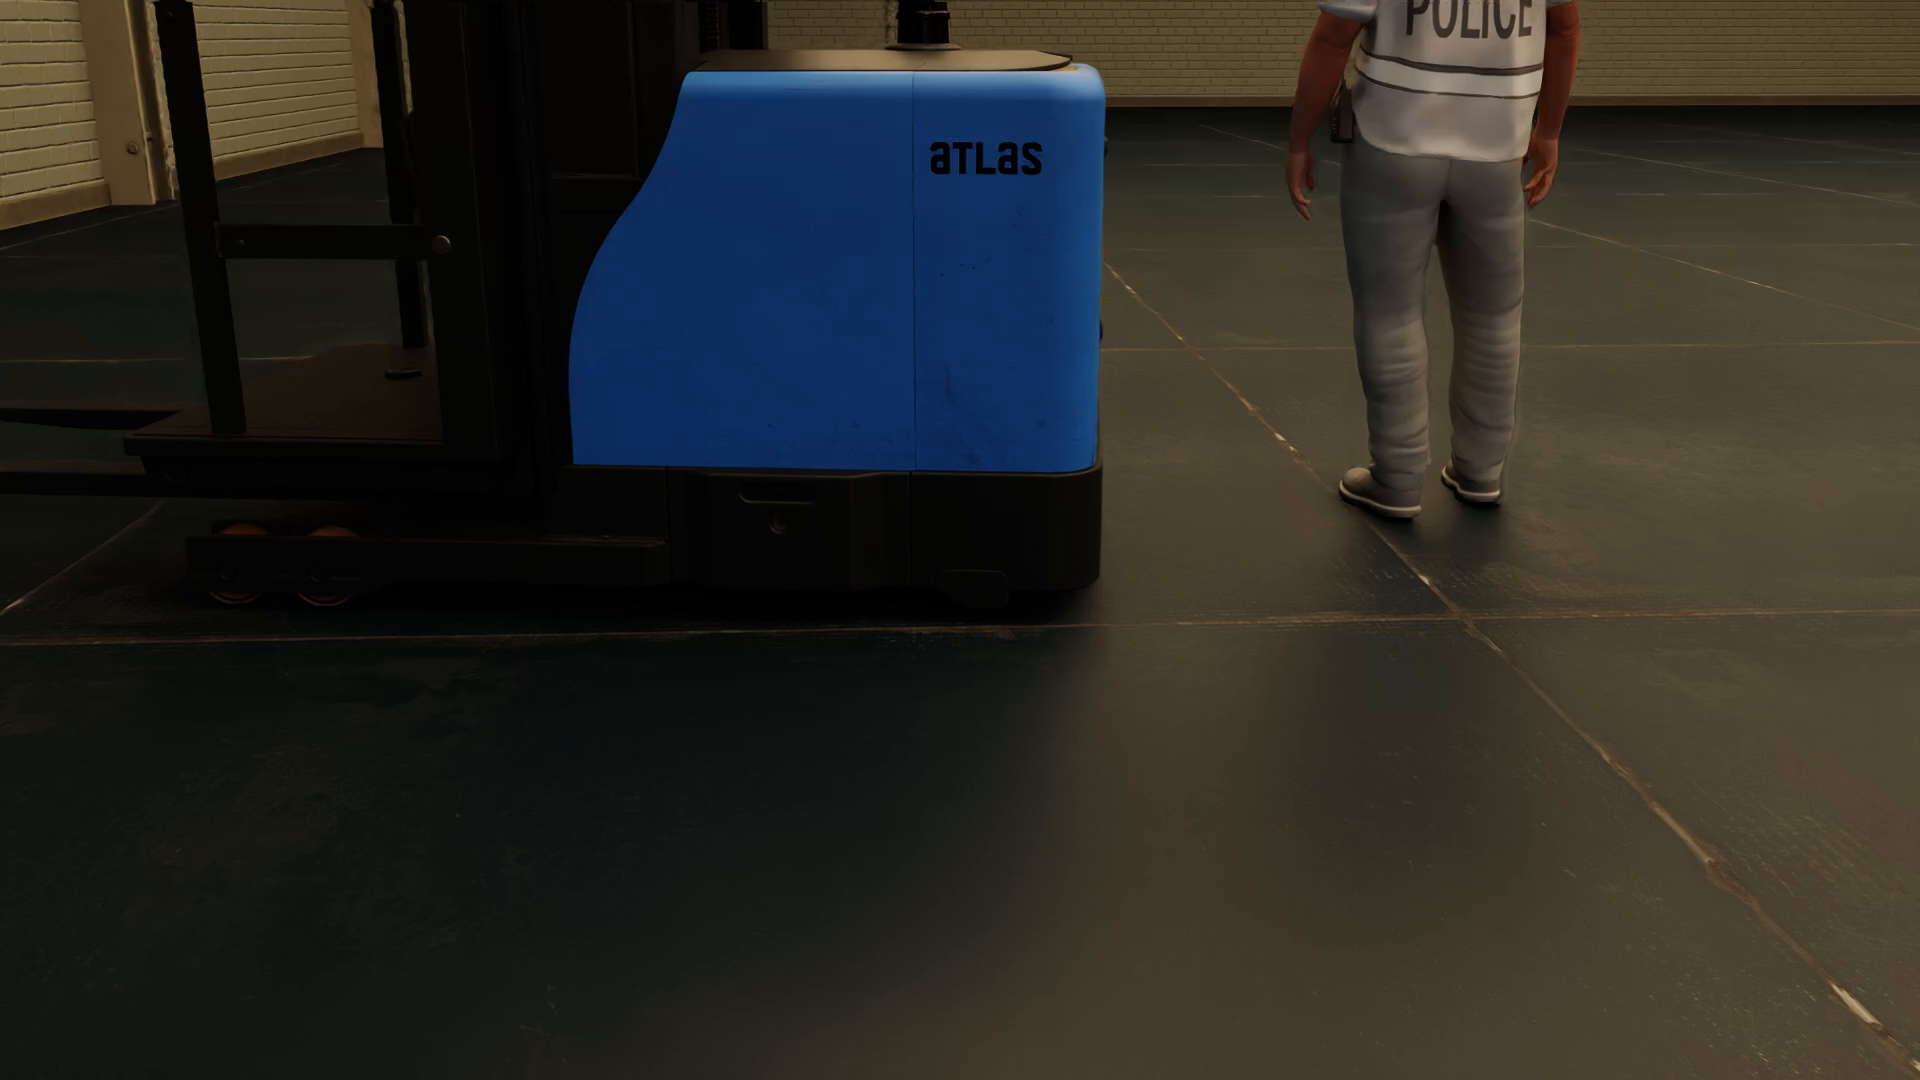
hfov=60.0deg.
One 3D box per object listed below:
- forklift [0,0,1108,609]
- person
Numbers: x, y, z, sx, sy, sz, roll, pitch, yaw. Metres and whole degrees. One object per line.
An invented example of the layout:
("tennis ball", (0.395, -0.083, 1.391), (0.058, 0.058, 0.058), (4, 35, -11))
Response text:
("forklift", (-1.192, -1.414, 3.530), (3.031, 2.935, 1.130), (1, 17, 4))
("person", (1.092, -0.939, 3.949), (0.660, 1.777, 0.546), (-1, 17, -4))
